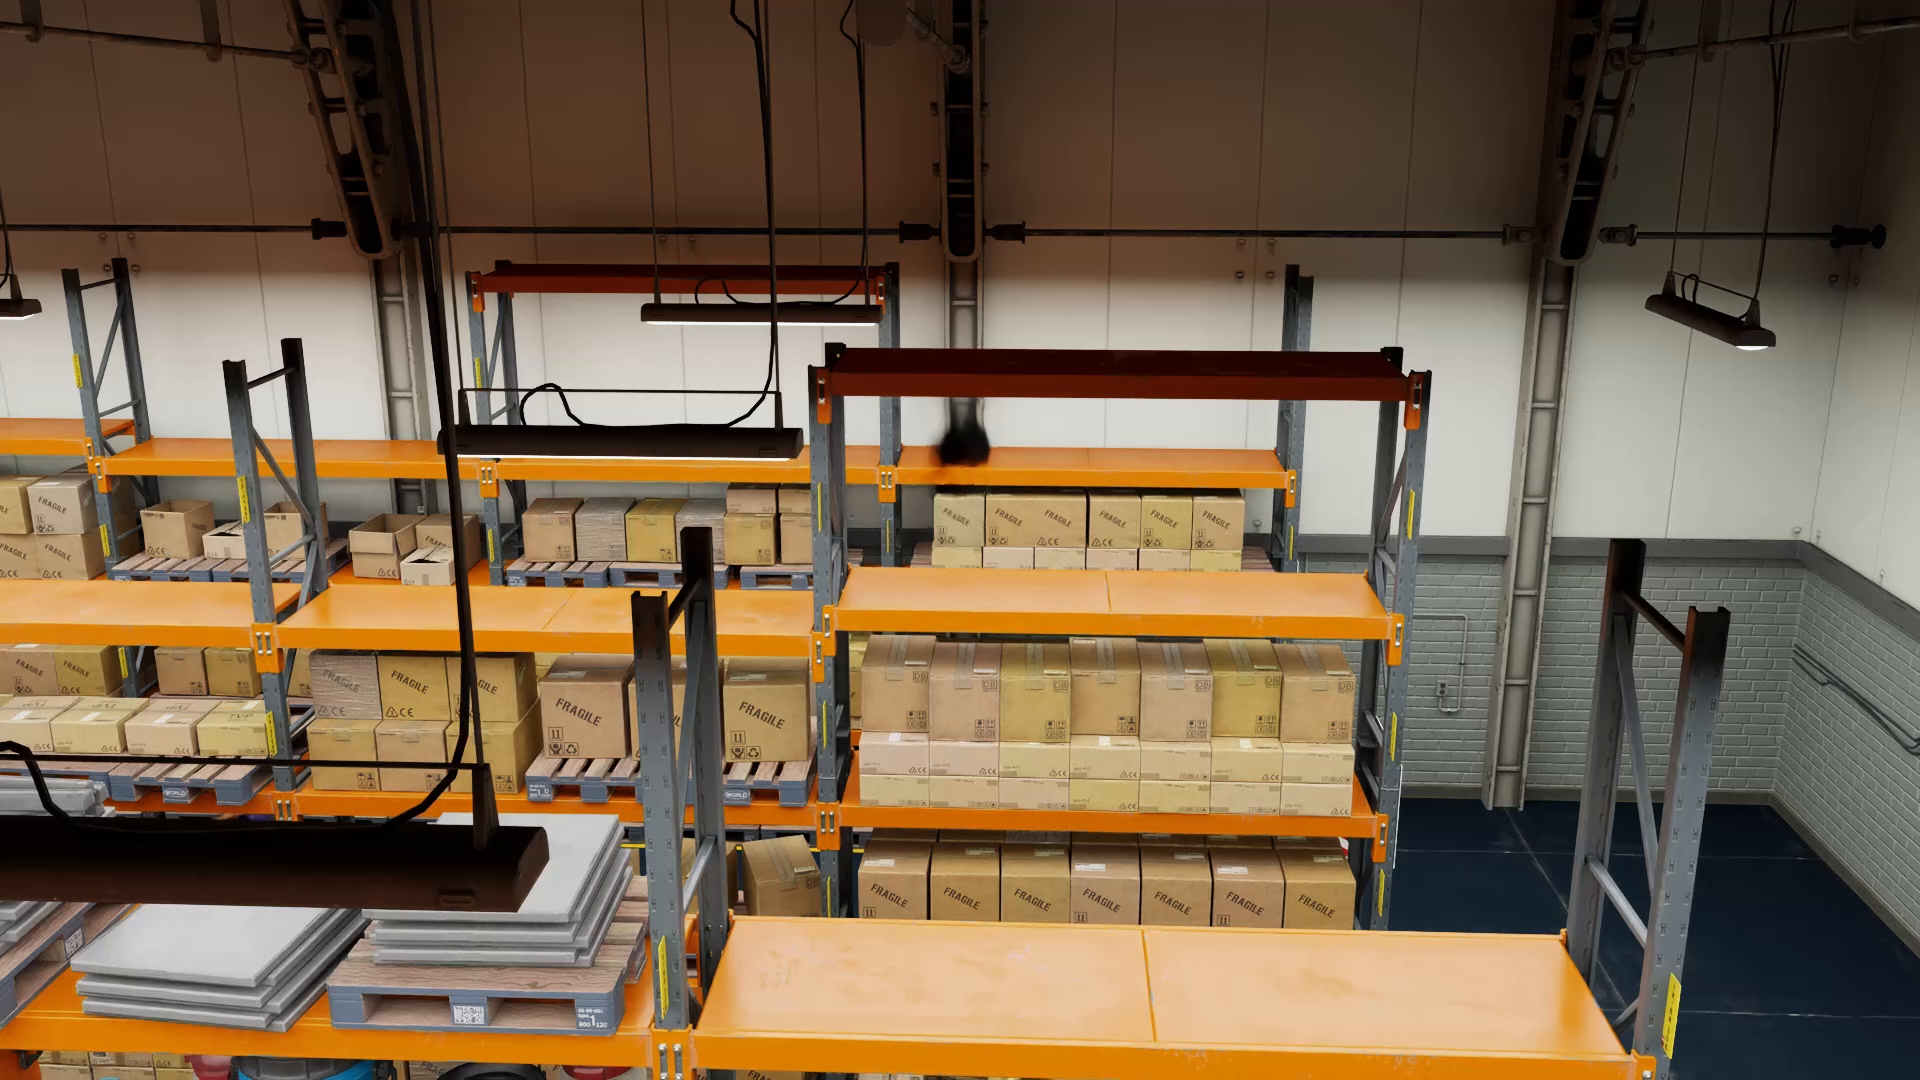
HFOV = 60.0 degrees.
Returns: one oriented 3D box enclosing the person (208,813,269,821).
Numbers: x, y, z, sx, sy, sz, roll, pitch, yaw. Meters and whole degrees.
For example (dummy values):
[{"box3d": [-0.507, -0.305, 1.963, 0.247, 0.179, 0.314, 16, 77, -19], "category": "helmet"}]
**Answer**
[{"box3d": [-7.020, 2.801, 16.240, 0.668, 1.592, 0.770, 15, 22, 42], "category": "person"}]
